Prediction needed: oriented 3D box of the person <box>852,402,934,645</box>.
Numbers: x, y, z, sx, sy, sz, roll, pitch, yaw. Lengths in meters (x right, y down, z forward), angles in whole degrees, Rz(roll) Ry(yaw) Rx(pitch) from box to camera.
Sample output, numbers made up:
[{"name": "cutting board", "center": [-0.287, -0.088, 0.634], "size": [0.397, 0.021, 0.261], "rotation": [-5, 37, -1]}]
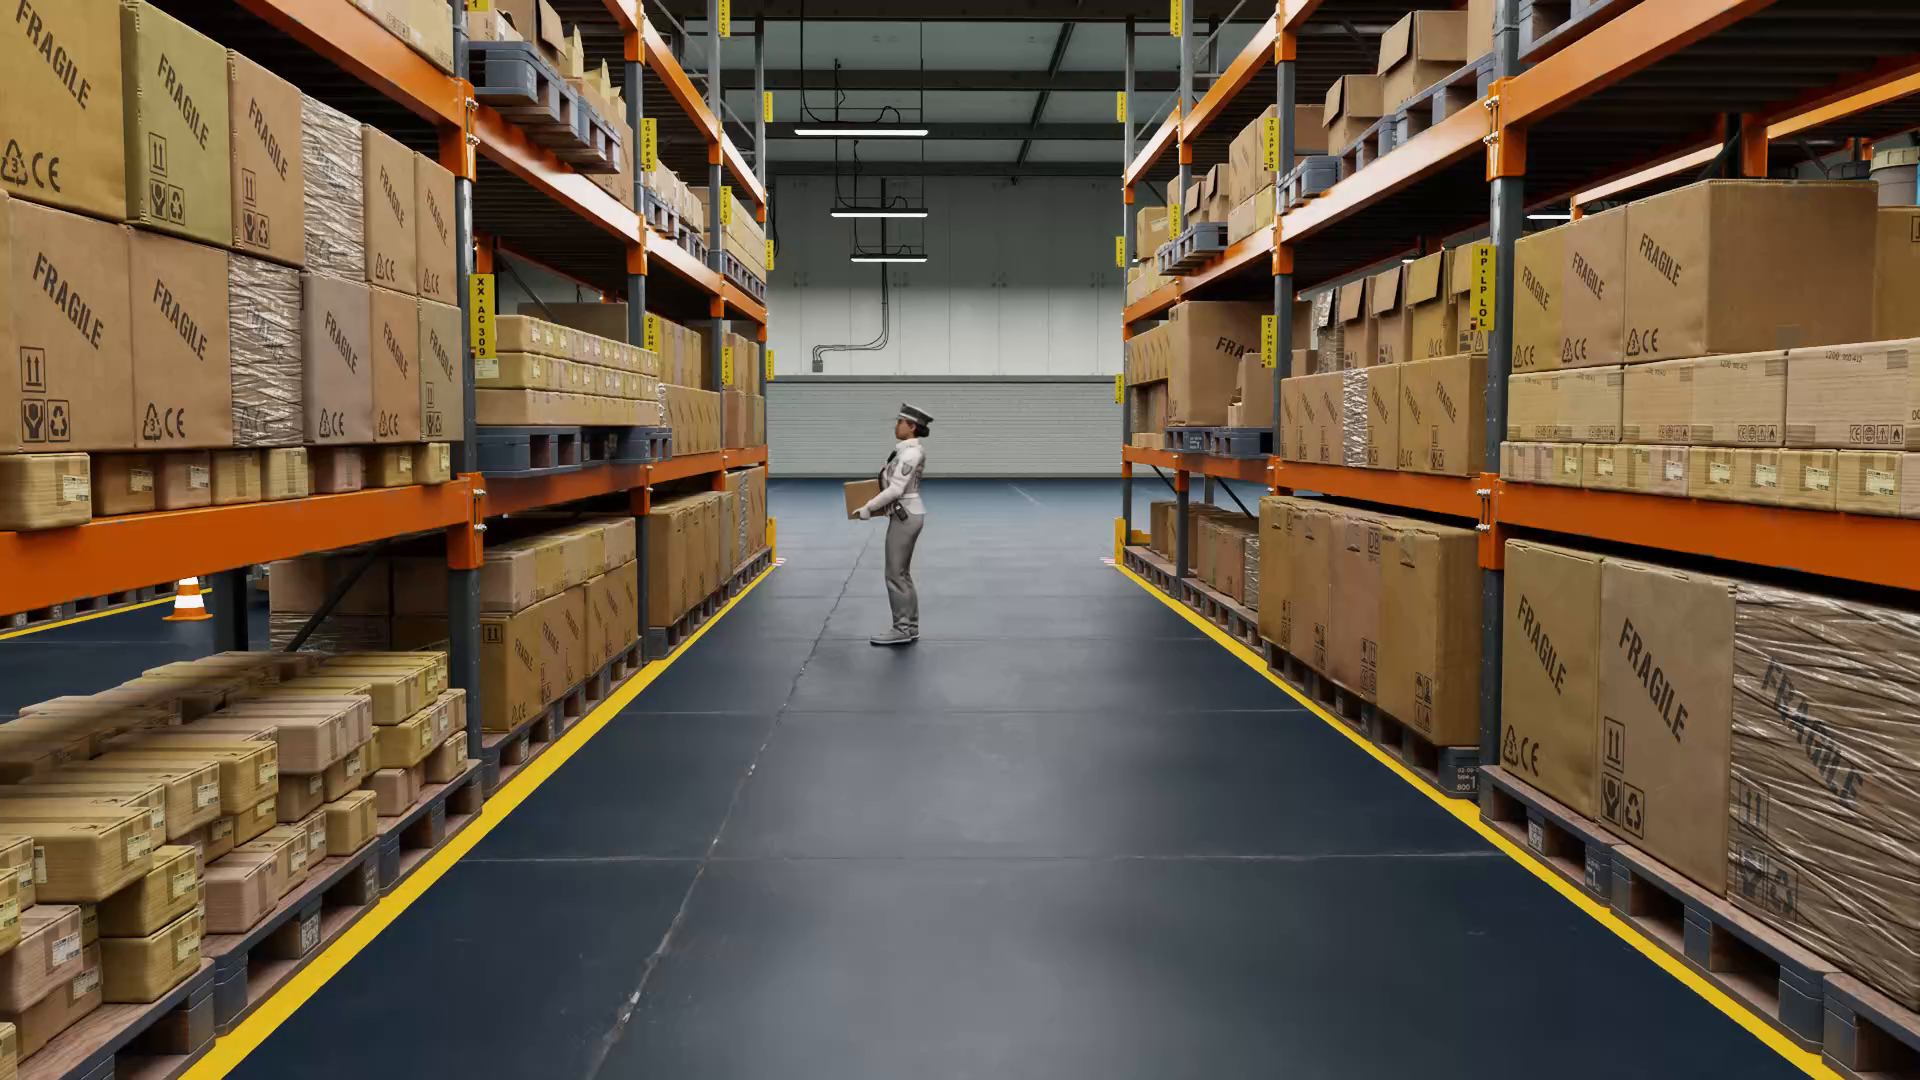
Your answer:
[{"name": "person", "center": [-0.465, -0.122, 11.622], "size": [0.563, 1.686, 0.459], "rotation": [0, 4, -1]}]
